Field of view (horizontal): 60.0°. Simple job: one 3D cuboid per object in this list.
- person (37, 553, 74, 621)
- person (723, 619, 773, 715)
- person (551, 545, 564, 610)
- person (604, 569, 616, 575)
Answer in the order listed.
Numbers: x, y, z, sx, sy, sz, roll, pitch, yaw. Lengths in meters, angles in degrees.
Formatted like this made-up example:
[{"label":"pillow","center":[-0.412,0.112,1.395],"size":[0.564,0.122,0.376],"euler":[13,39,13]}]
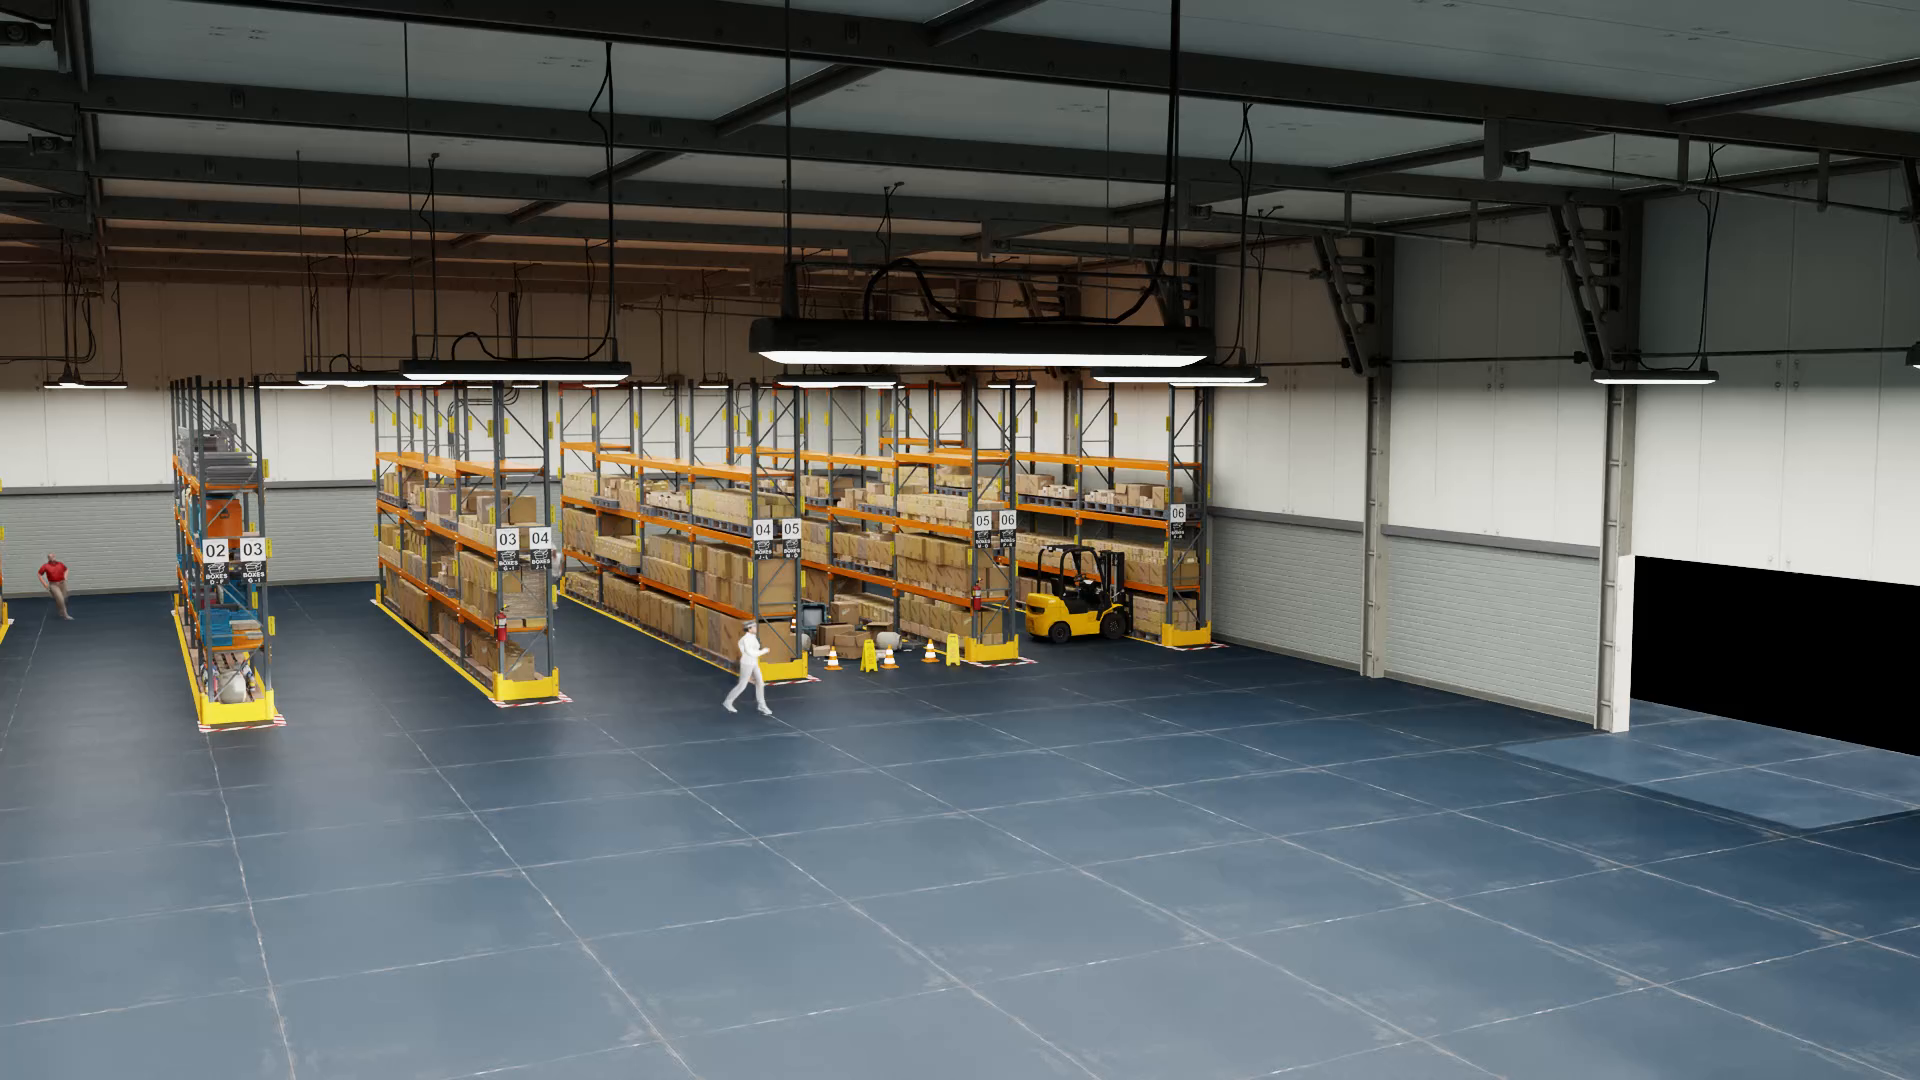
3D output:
[{"label":"person","center":[-22.693,1.170,41.733],"size":[0.827,1.690,0.722],"euler":[4,6,37]},{"label":"person","center":[-3.763,2.245,29.430],"size":[0.883,1.720,0.589],"euler":[1,5,7]},{"label":"person","center":[-10.813,0.955,43.944],"size":[0.691,1.716,1.043],"euler":[-2,5,-22]},{"label":"person","center":[-10.310,0.619,48.701],"size":[0.806,1.540,0.668],"euler":[2,5,22]}]
